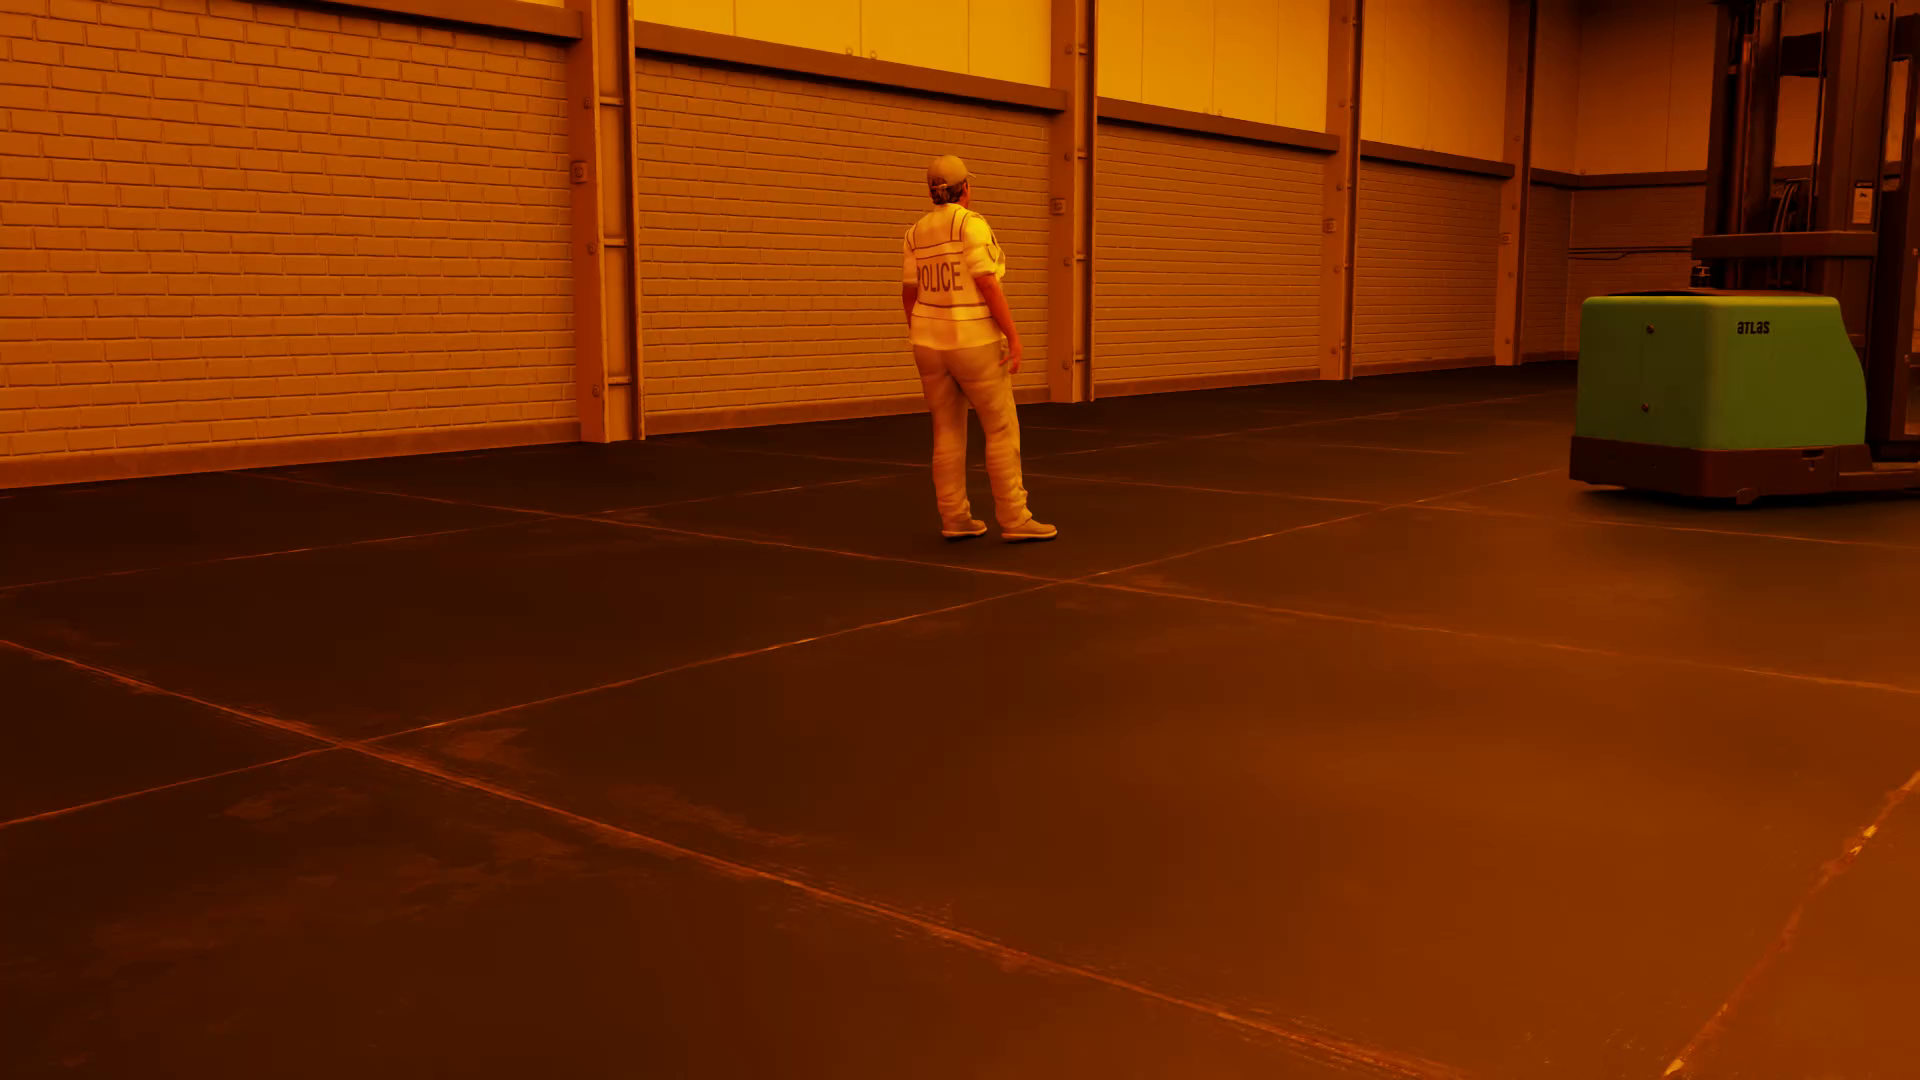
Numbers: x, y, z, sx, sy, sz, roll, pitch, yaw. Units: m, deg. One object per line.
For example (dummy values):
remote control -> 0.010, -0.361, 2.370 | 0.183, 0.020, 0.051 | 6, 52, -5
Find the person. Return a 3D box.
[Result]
person -> 0.066, -0.838, 7.328 | 0.598, 1.670, 0.529 | 7, 11, 38

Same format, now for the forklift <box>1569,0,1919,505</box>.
forklift -> 4.948, -1.737, 9.154 | 3.031, 2.935, 1.130 | -3, 9, -22
